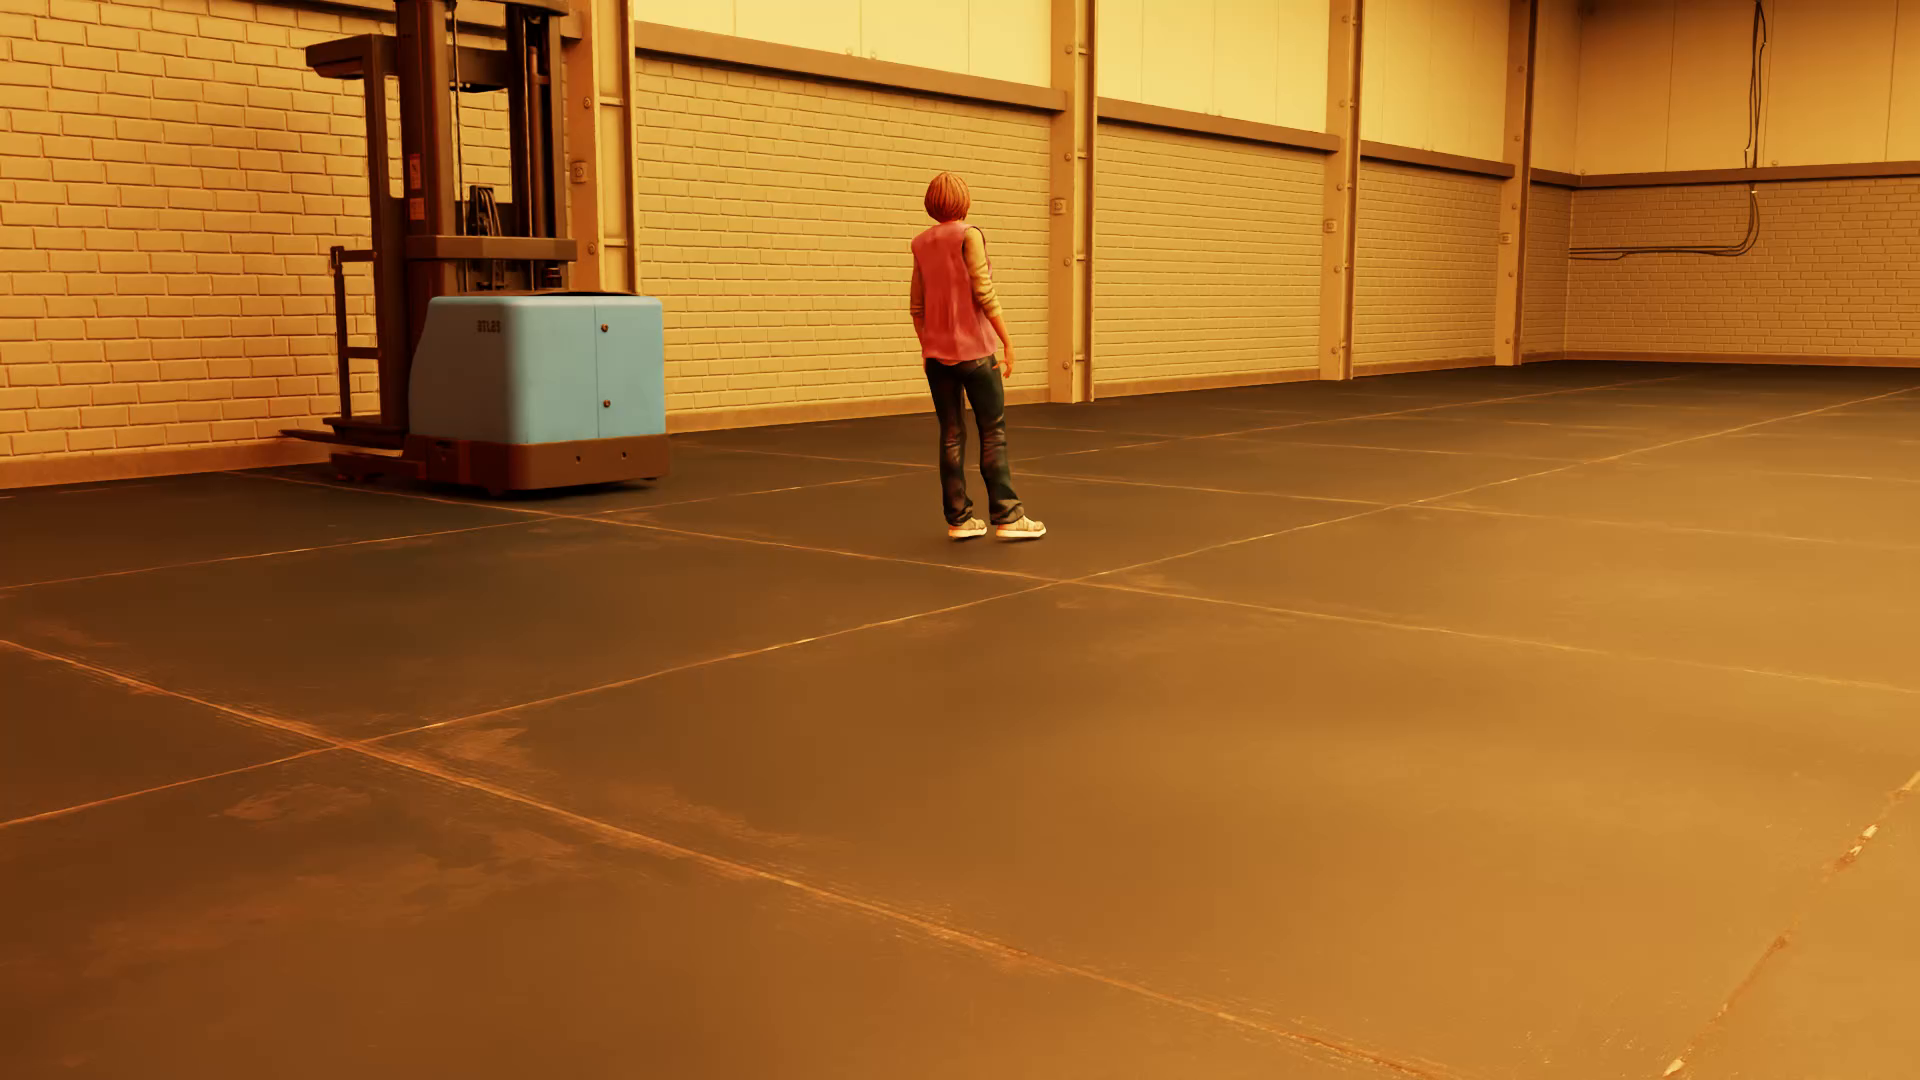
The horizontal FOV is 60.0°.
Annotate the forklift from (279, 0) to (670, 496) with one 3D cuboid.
[{"bbox_3d":[-3.082,-1.834,9.815,3.031,2.935,1.130,7,11,41],"label":"forklift"}]

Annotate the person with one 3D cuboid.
[{"bbox_3d":[0.058,-0.804,7.337,0.521,1.599,0.473,7,11,38],"label":"person"}]
